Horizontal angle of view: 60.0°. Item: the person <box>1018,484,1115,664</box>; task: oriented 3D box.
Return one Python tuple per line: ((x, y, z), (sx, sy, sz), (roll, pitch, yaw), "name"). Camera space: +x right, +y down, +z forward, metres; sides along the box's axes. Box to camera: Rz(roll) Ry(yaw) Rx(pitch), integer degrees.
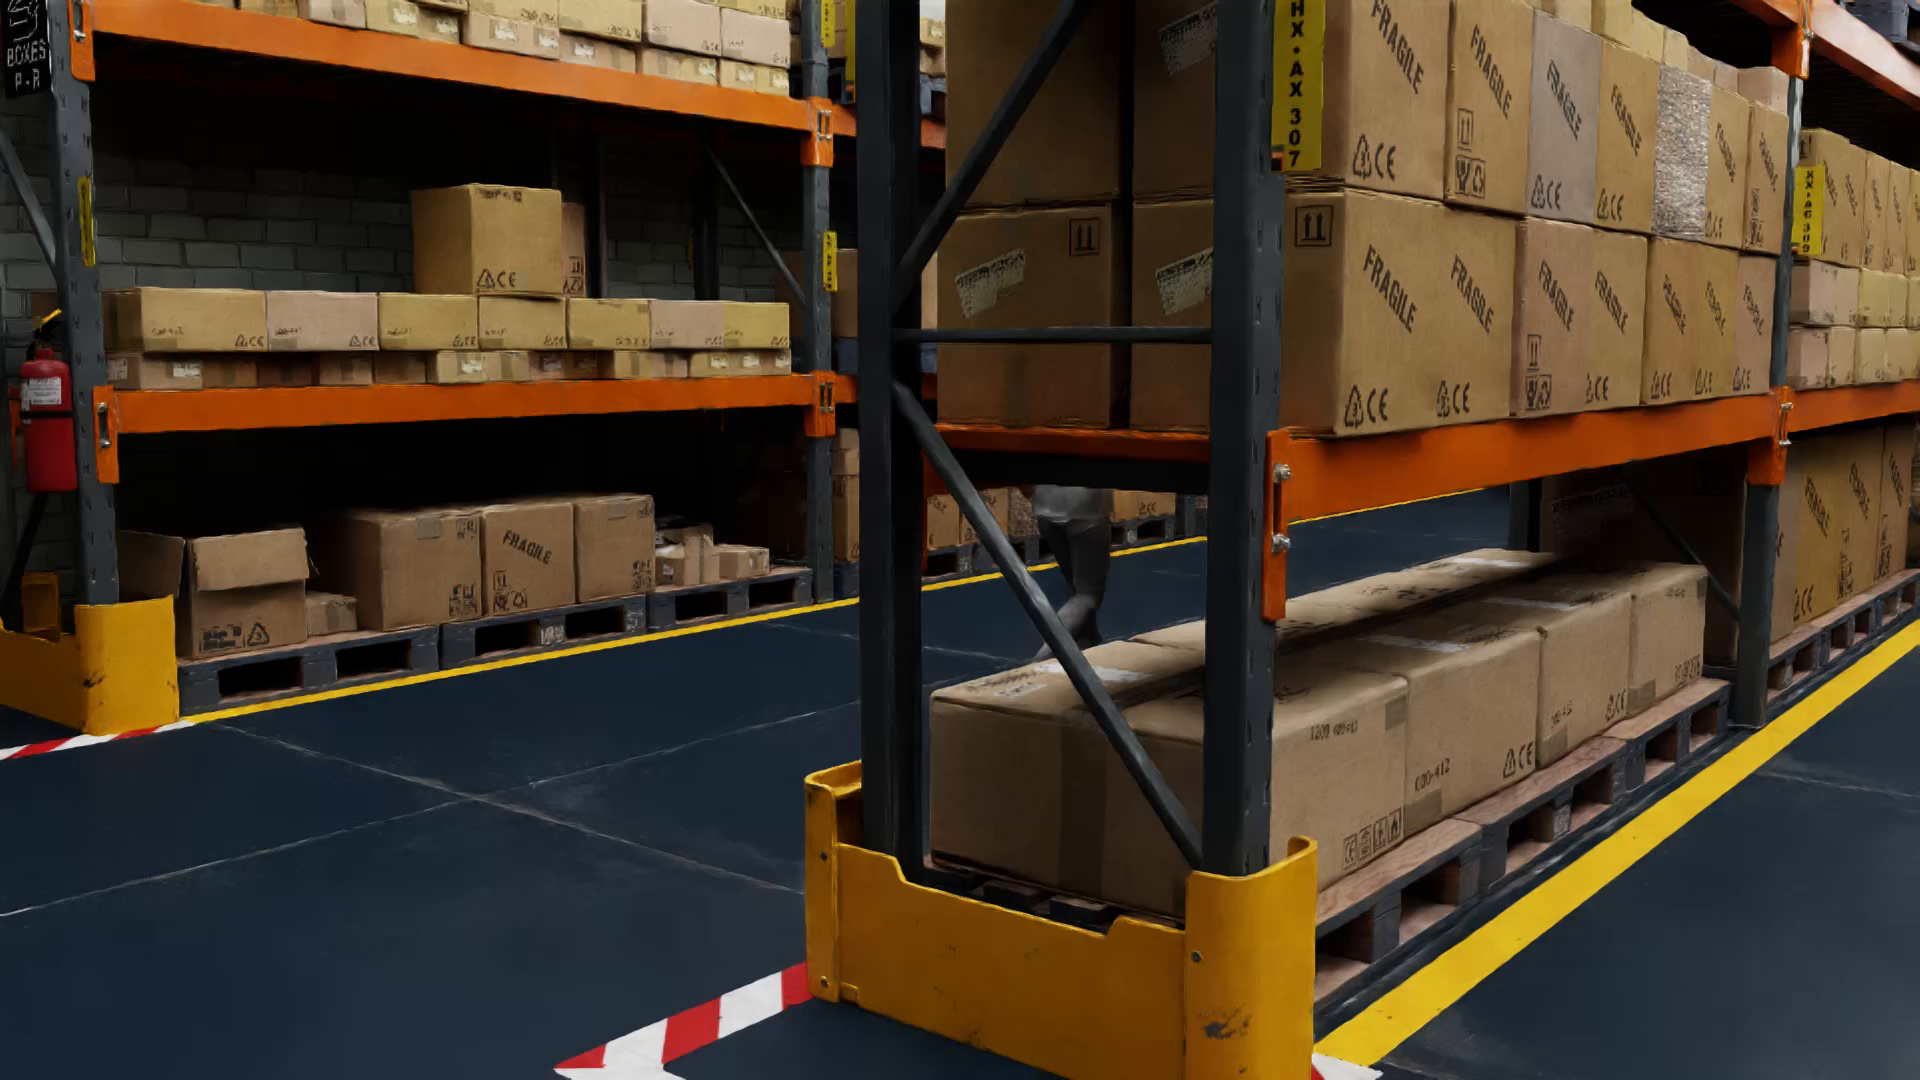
((0.515, -0.105, 6.783), (0.735, 1.576, 0.506), (-7, 10, -44), "person")
